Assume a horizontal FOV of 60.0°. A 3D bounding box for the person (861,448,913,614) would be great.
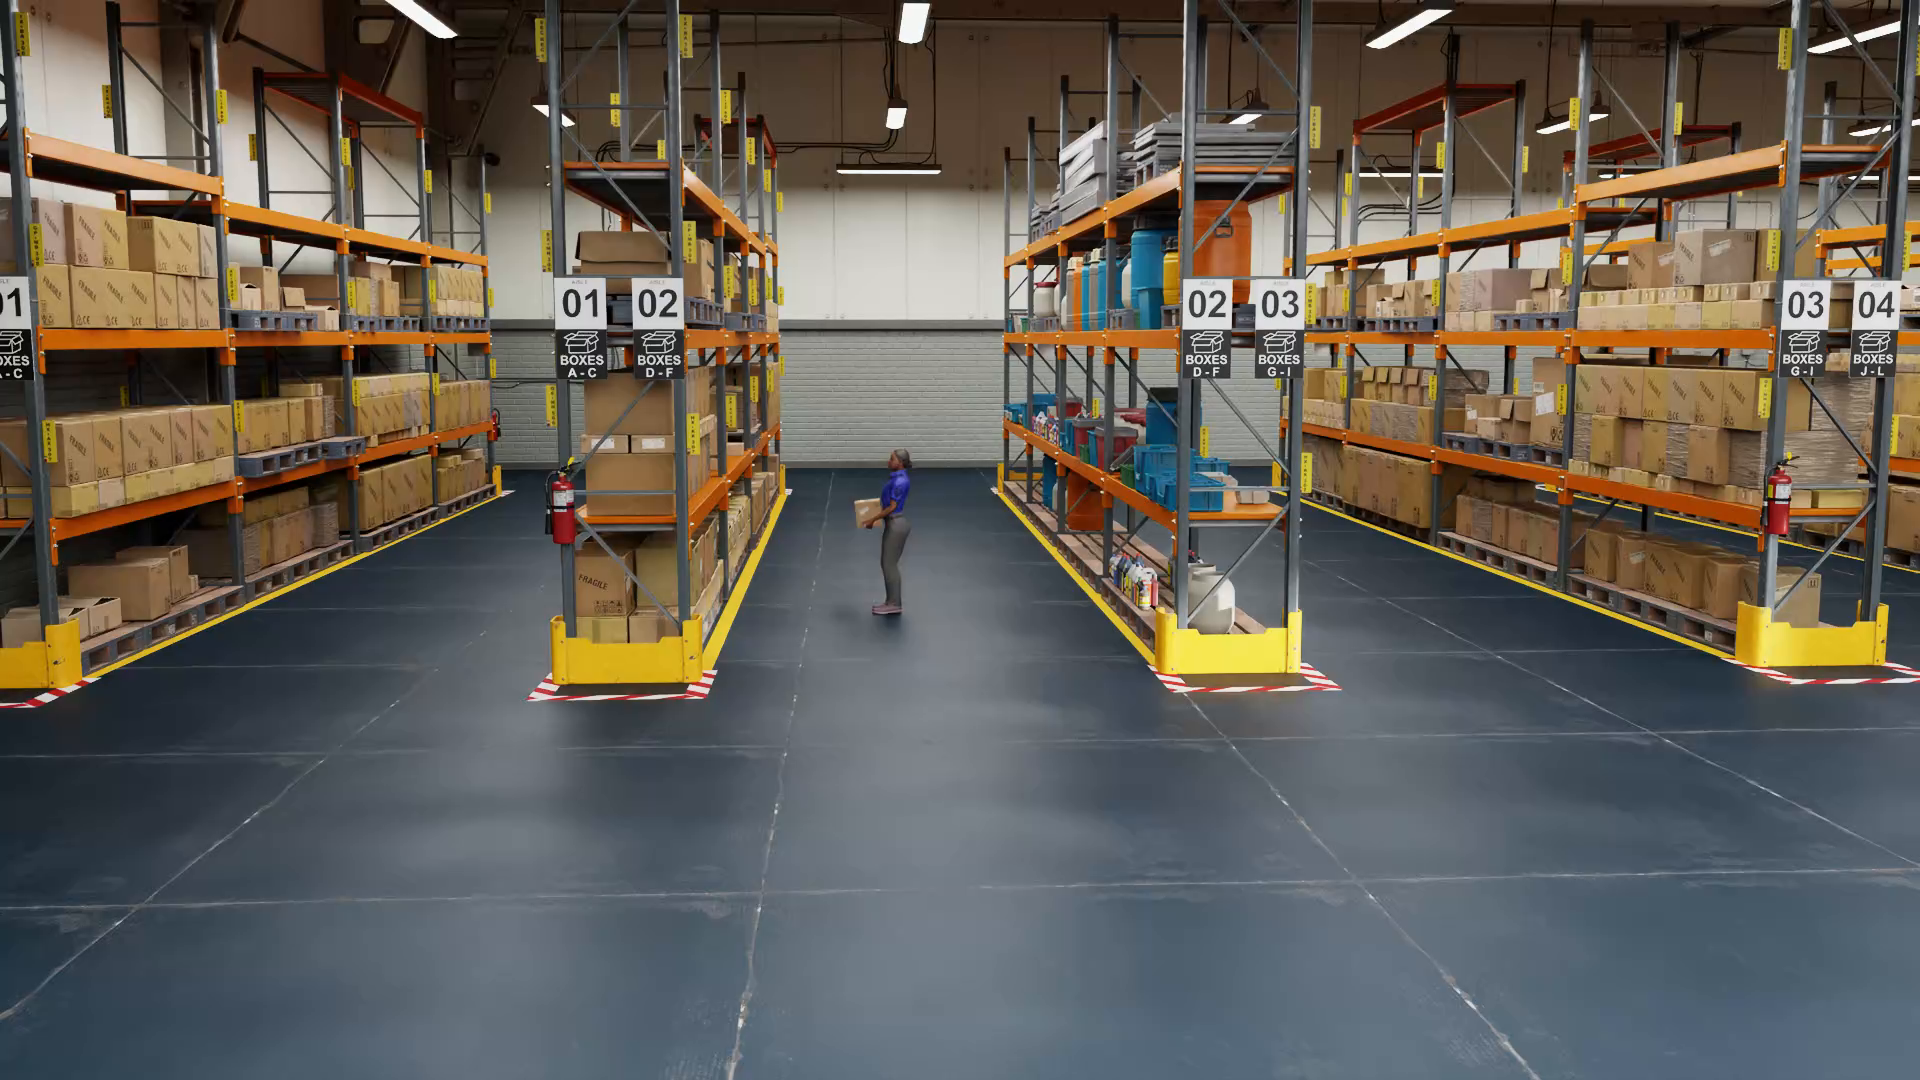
[{"bbox_3d":[-0.739,-0.094,16.582,0.500,1.647,0.450,0,7,-3],"label":"person"}]
